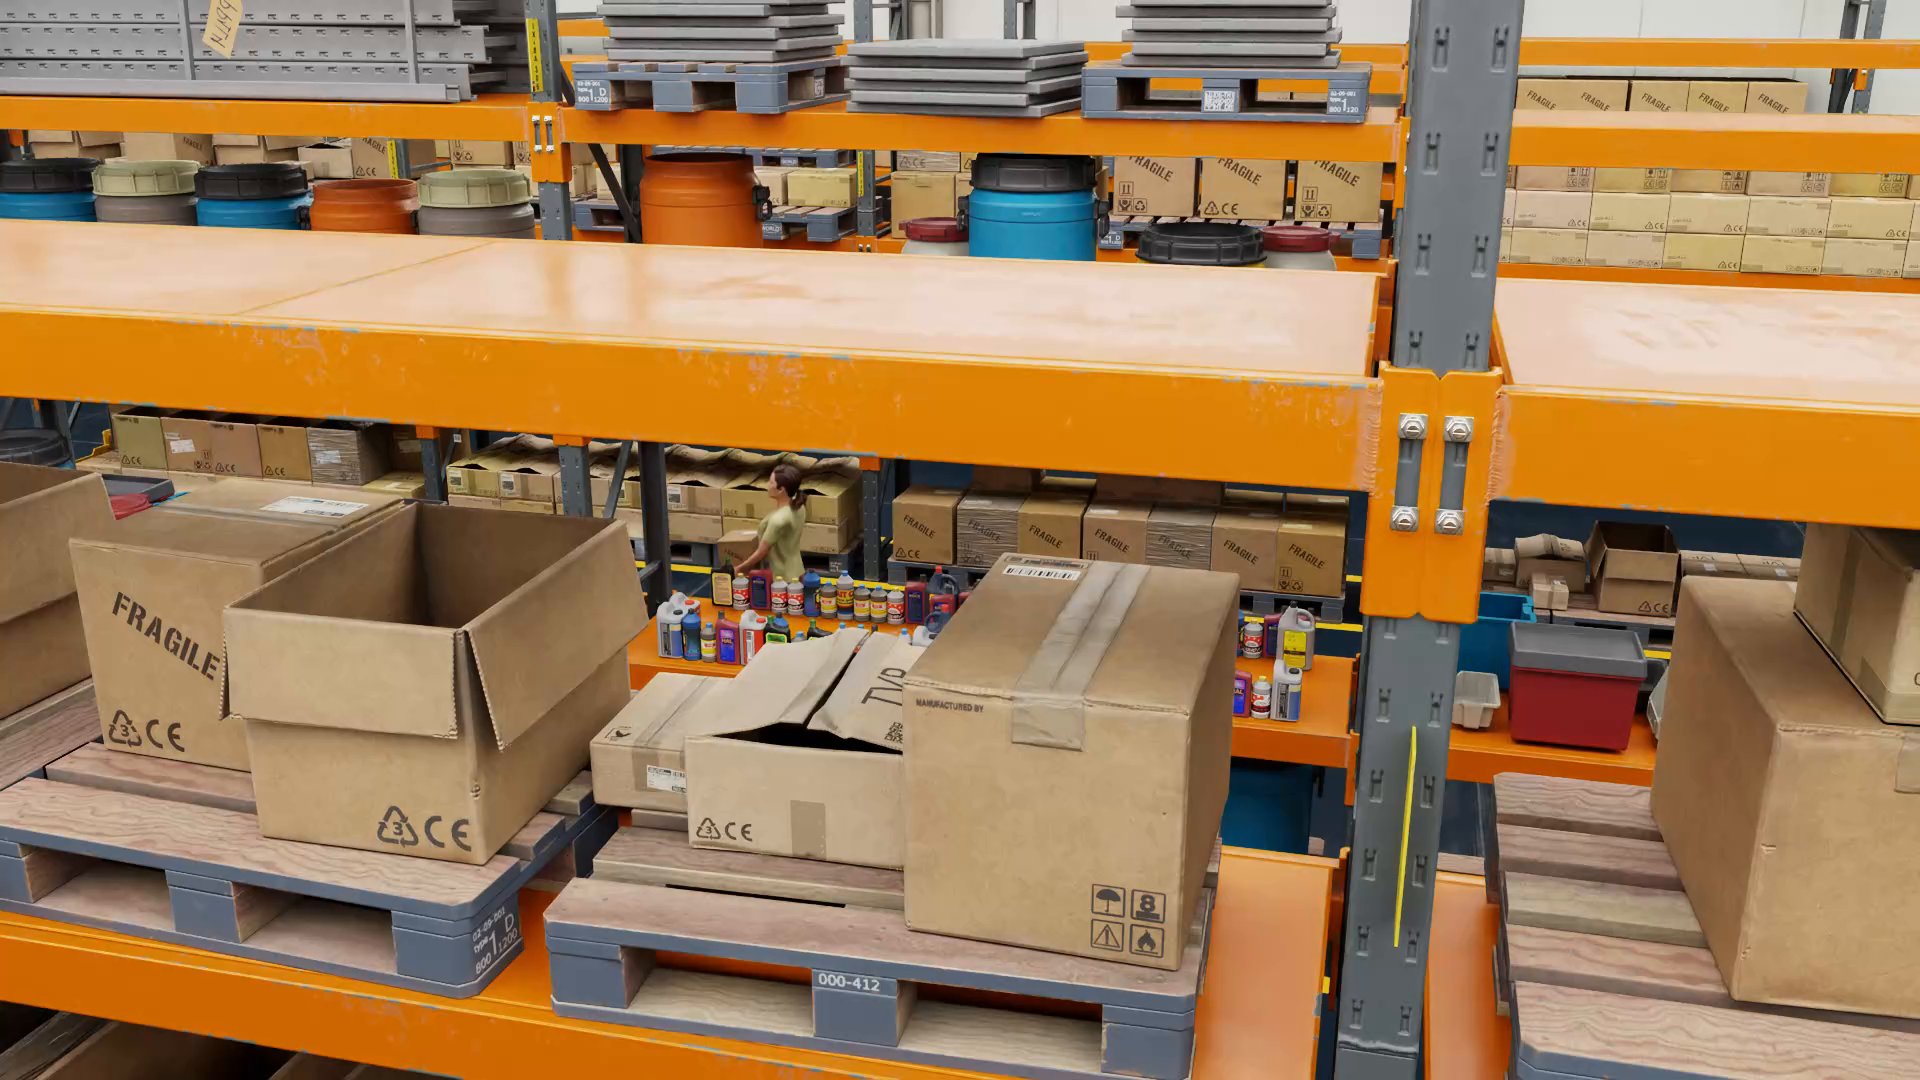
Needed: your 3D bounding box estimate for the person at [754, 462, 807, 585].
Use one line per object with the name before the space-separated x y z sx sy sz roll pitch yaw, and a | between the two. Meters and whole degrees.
person | -1.254 0.278 11.219 0.398 1.675 0.484 4 19 12
